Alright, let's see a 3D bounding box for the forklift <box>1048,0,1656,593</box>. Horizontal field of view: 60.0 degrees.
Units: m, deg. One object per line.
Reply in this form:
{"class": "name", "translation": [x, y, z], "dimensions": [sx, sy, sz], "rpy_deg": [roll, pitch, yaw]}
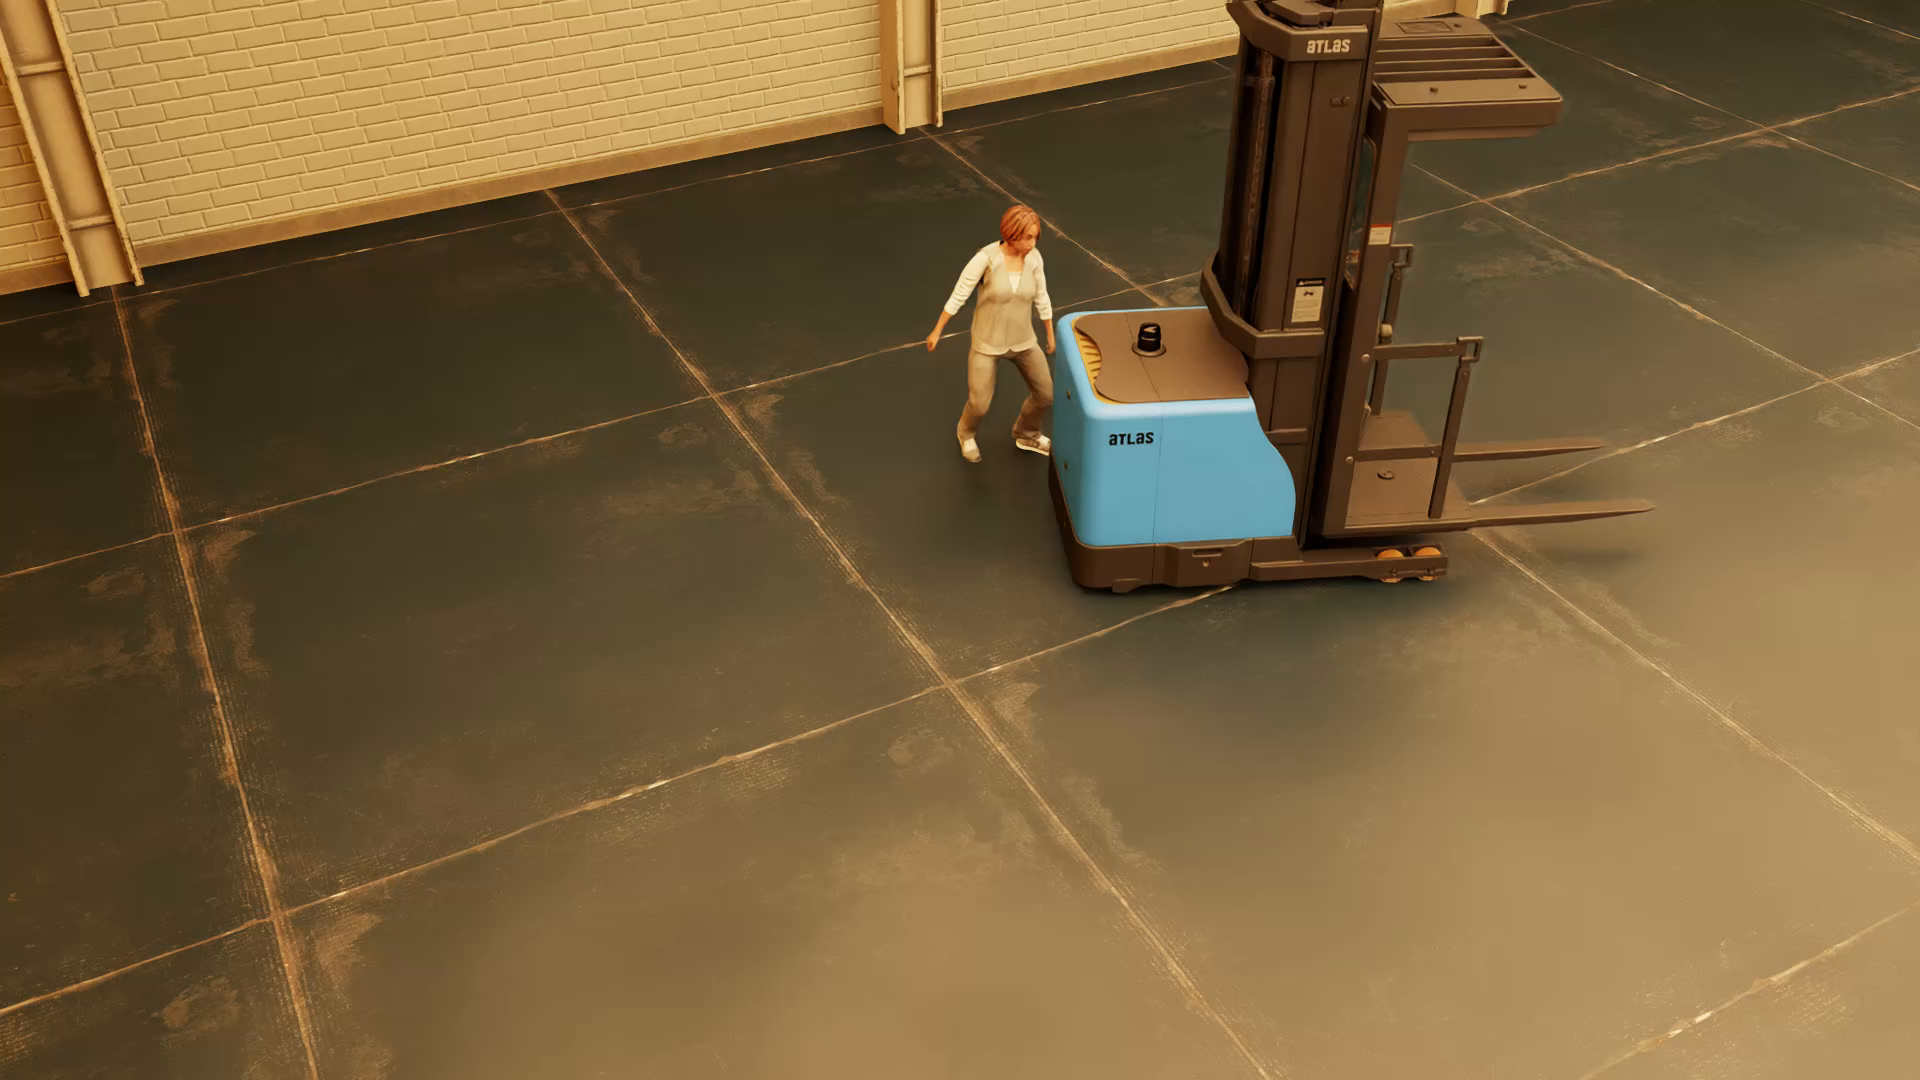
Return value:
{"class": "forklift", "translation": [2.025, -1.284, 7.940], "dimensions": [3.031, 2.935, 1.130], "rpy_deg": [-3, 35, -5]}

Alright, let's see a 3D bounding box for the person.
{"class": "person", "translation": [0.191, -1.083, 8.911], "dimensions": [0.747, 1.539, 0.440], "rpy_deg": [-9, 36, -13]}
